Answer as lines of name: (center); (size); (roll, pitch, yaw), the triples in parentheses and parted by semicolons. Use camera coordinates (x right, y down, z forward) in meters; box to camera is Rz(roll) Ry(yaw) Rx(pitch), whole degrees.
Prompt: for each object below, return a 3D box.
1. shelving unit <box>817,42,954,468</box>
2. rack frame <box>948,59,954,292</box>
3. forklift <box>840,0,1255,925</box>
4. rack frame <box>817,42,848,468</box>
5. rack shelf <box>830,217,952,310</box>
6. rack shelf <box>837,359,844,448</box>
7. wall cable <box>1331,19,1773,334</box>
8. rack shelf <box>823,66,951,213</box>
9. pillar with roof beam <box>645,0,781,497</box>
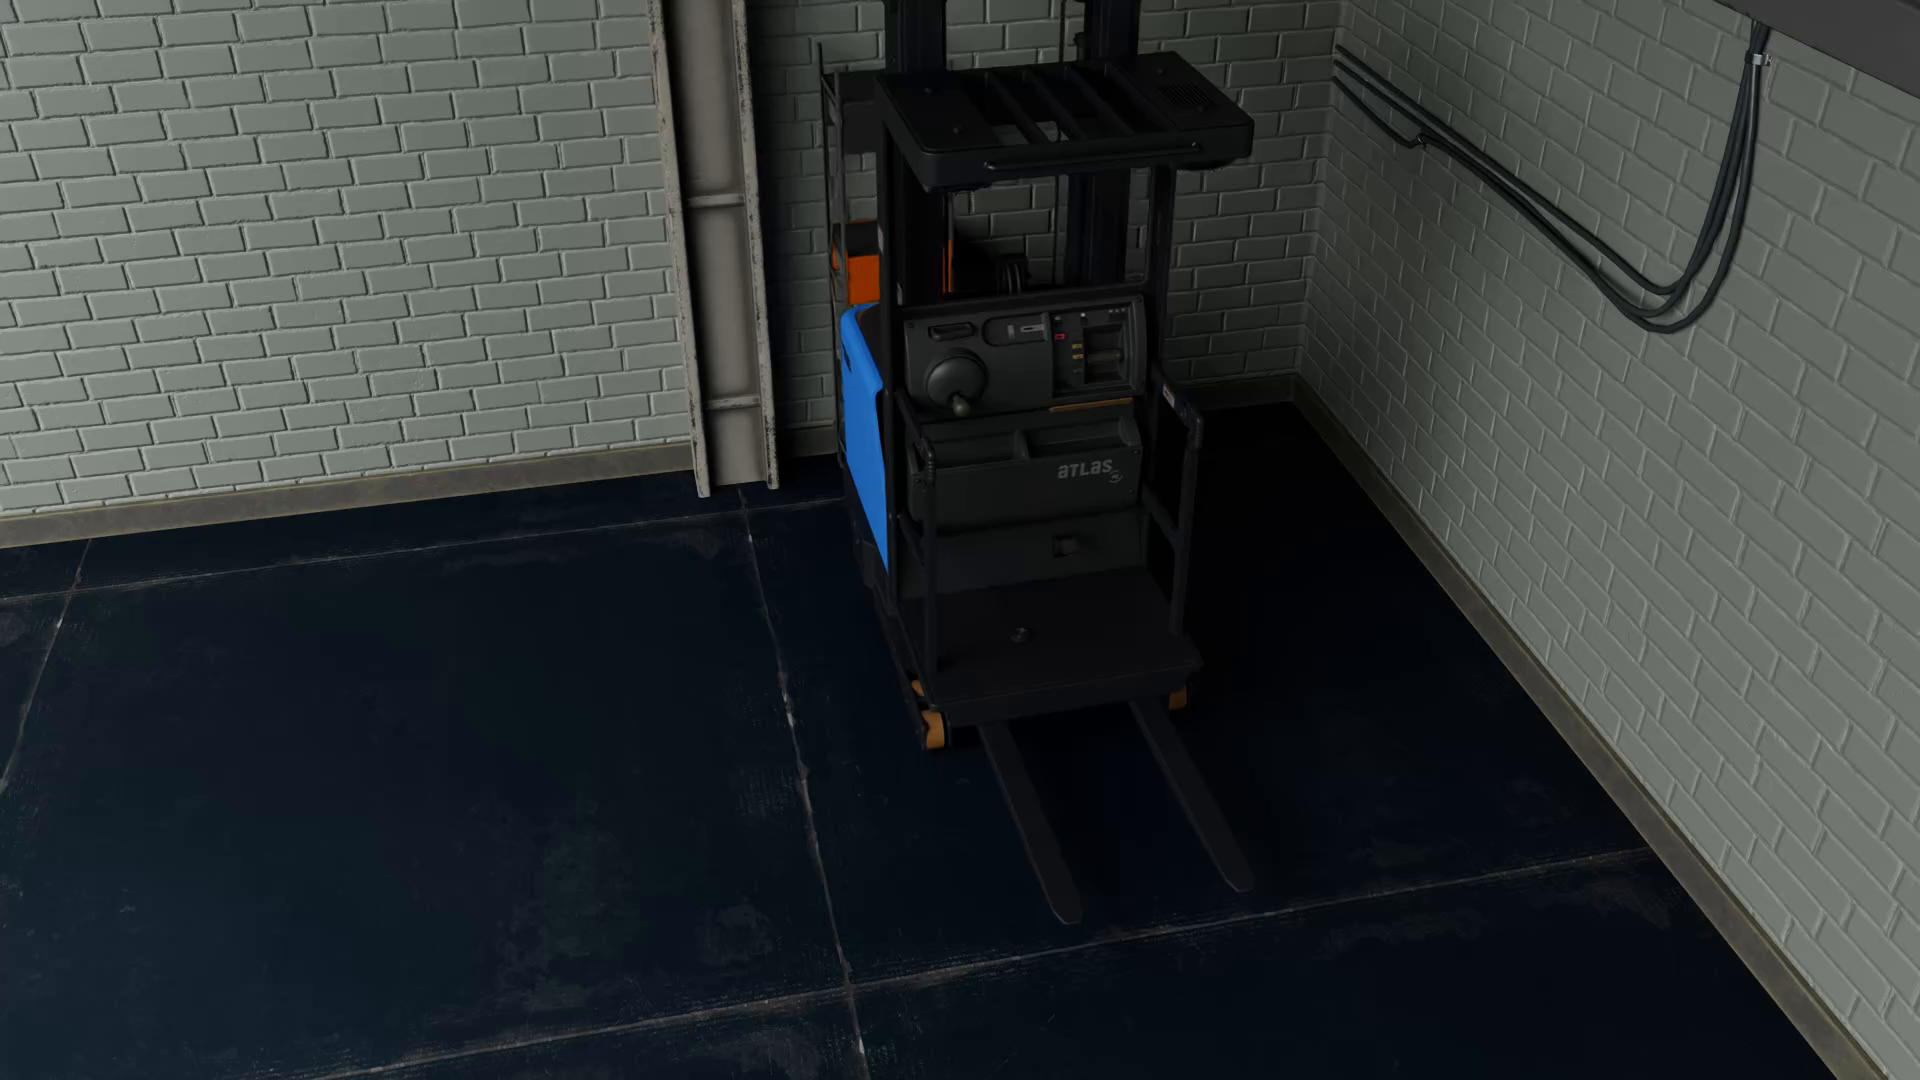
shelving unit: (-0.322, -1.206, 7.663); (0.503, 2.100, 0.431); (-8, 35, -12)
rack frame: (-0.086, -1.241, 7.715); (0.015, 2.100, 0.400); (-8, 35, -12)
forklift: (0.305, -0.631, 6.060); (1.130, 2.935, 3.031); (-8, 35, -12)
rack frame: (-0.558, -1.172, 7.612); (0.015, 2.100, 0.400); (-8, 35, -12)
rack shelf: (-0.322, -1.195, 7.671); (0.480, 0.518, 0.431); (-8, 35, -12)
rack shelf: (-0.322, -0.614, 8.061); (0.480, 0.518, 0.431); (-8, 35, -12)
wall cable: (2.061, -2.404, 6.043); (0.112, 2.526, 3.097); (-7, 35, -11)
rack shelf: (-0.322, -1.776, 7.281); (0.480, 0.518, 0.431); (-8, 35, -12)
pillar with roof beam: (-0.155, -1.710, 2.223); (0.400, 9.000, 9.100); (-7, 35, -11)
